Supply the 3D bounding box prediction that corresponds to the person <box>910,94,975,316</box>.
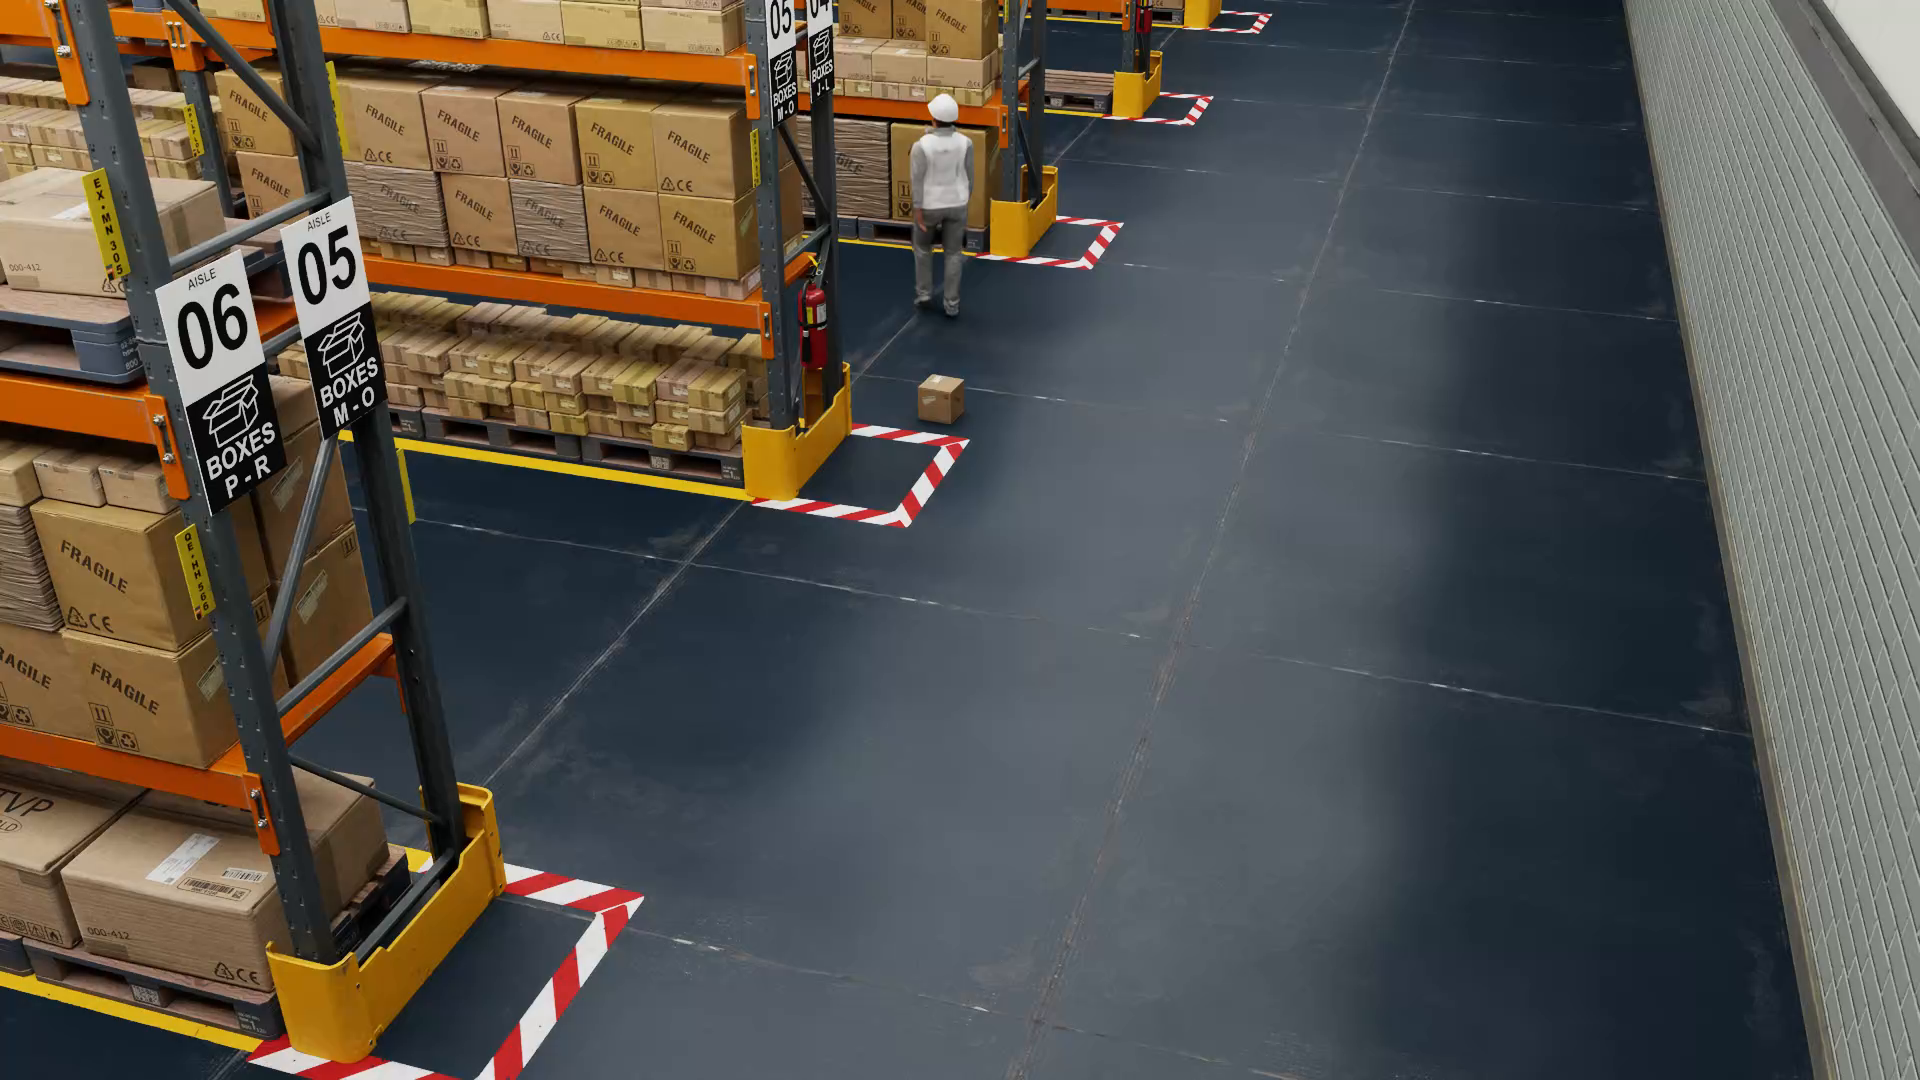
[{"bbox_3d":[-0.152,-2.670,13.324,0.538,1.837,0.577,-5,29,-9],"label":"person"}]
